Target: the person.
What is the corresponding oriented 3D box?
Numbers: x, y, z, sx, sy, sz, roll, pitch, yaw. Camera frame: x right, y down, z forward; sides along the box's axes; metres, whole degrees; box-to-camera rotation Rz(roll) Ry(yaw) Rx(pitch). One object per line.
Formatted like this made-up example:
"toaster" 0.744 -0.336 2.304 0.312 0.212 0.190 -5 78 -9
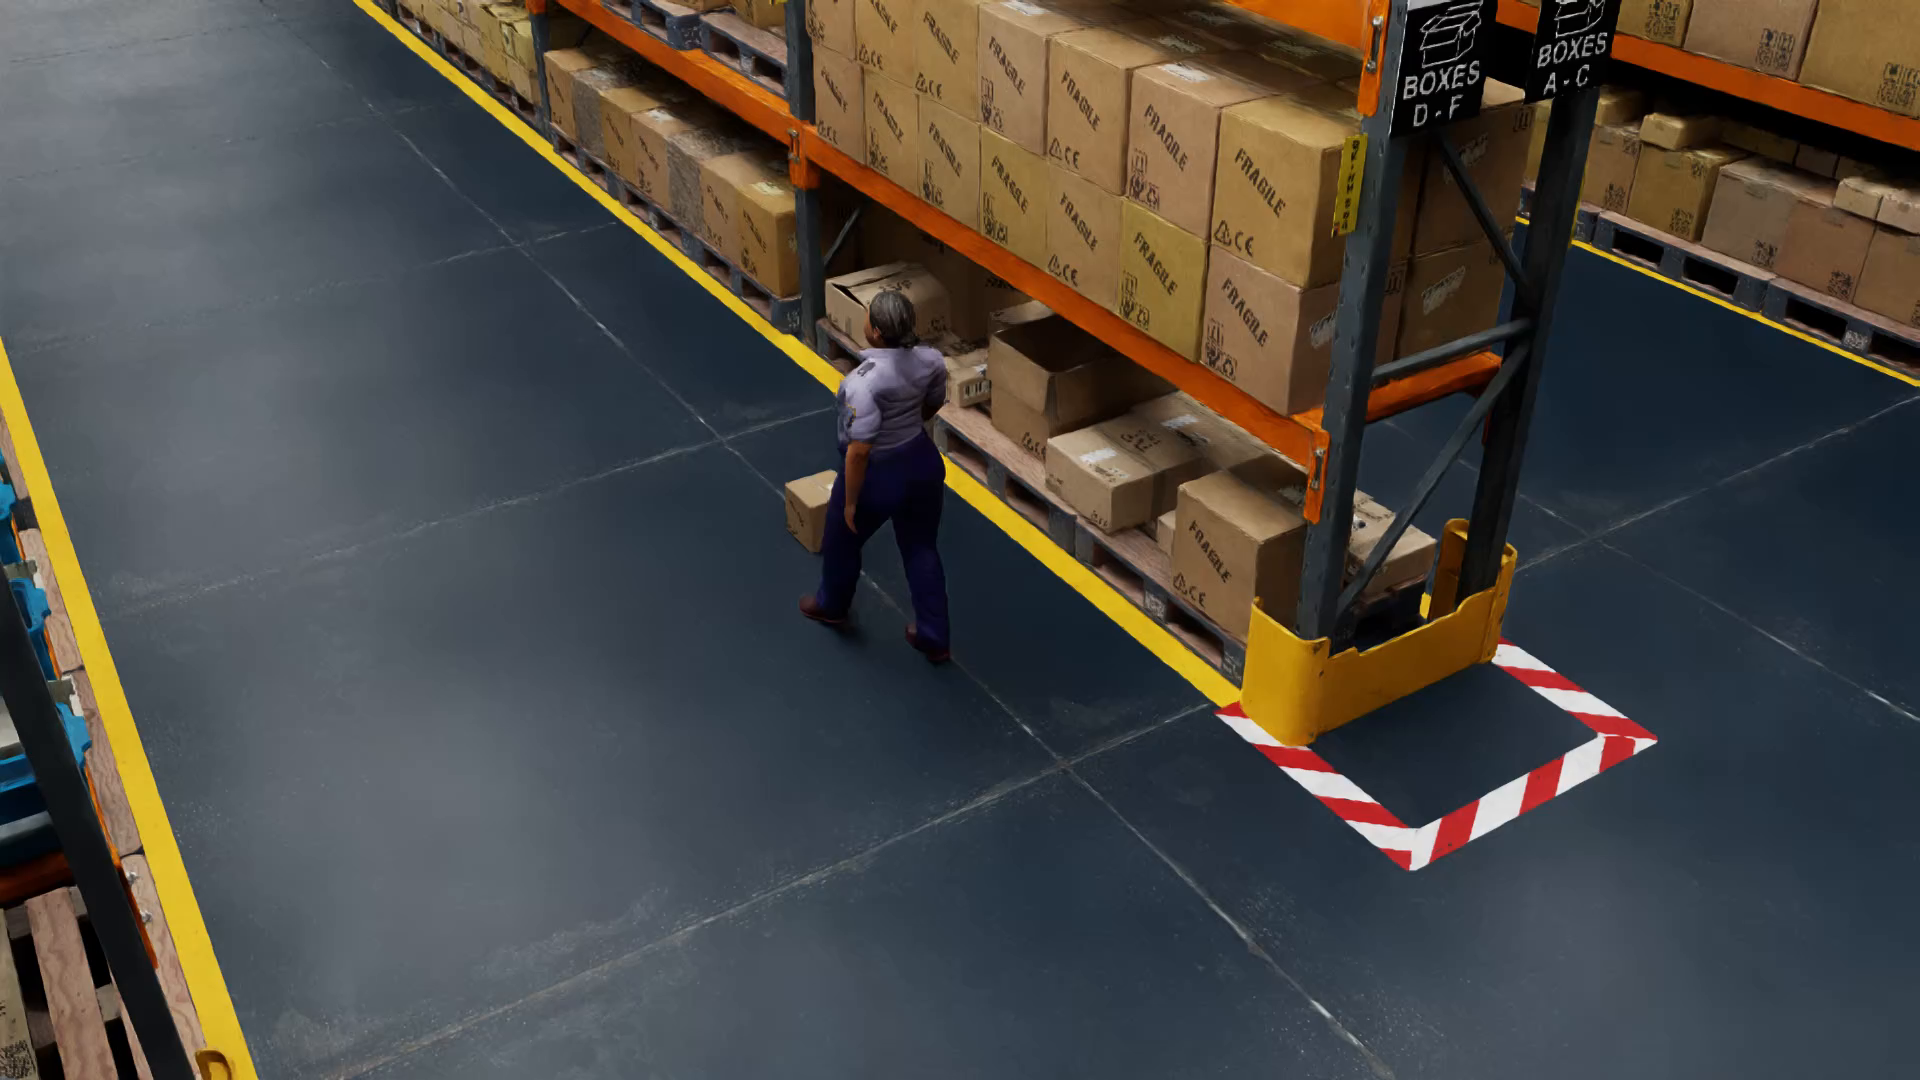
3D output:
"person" -0.359 -0.294 6.630 0.549 1.636 0.764 -23 40 -32
